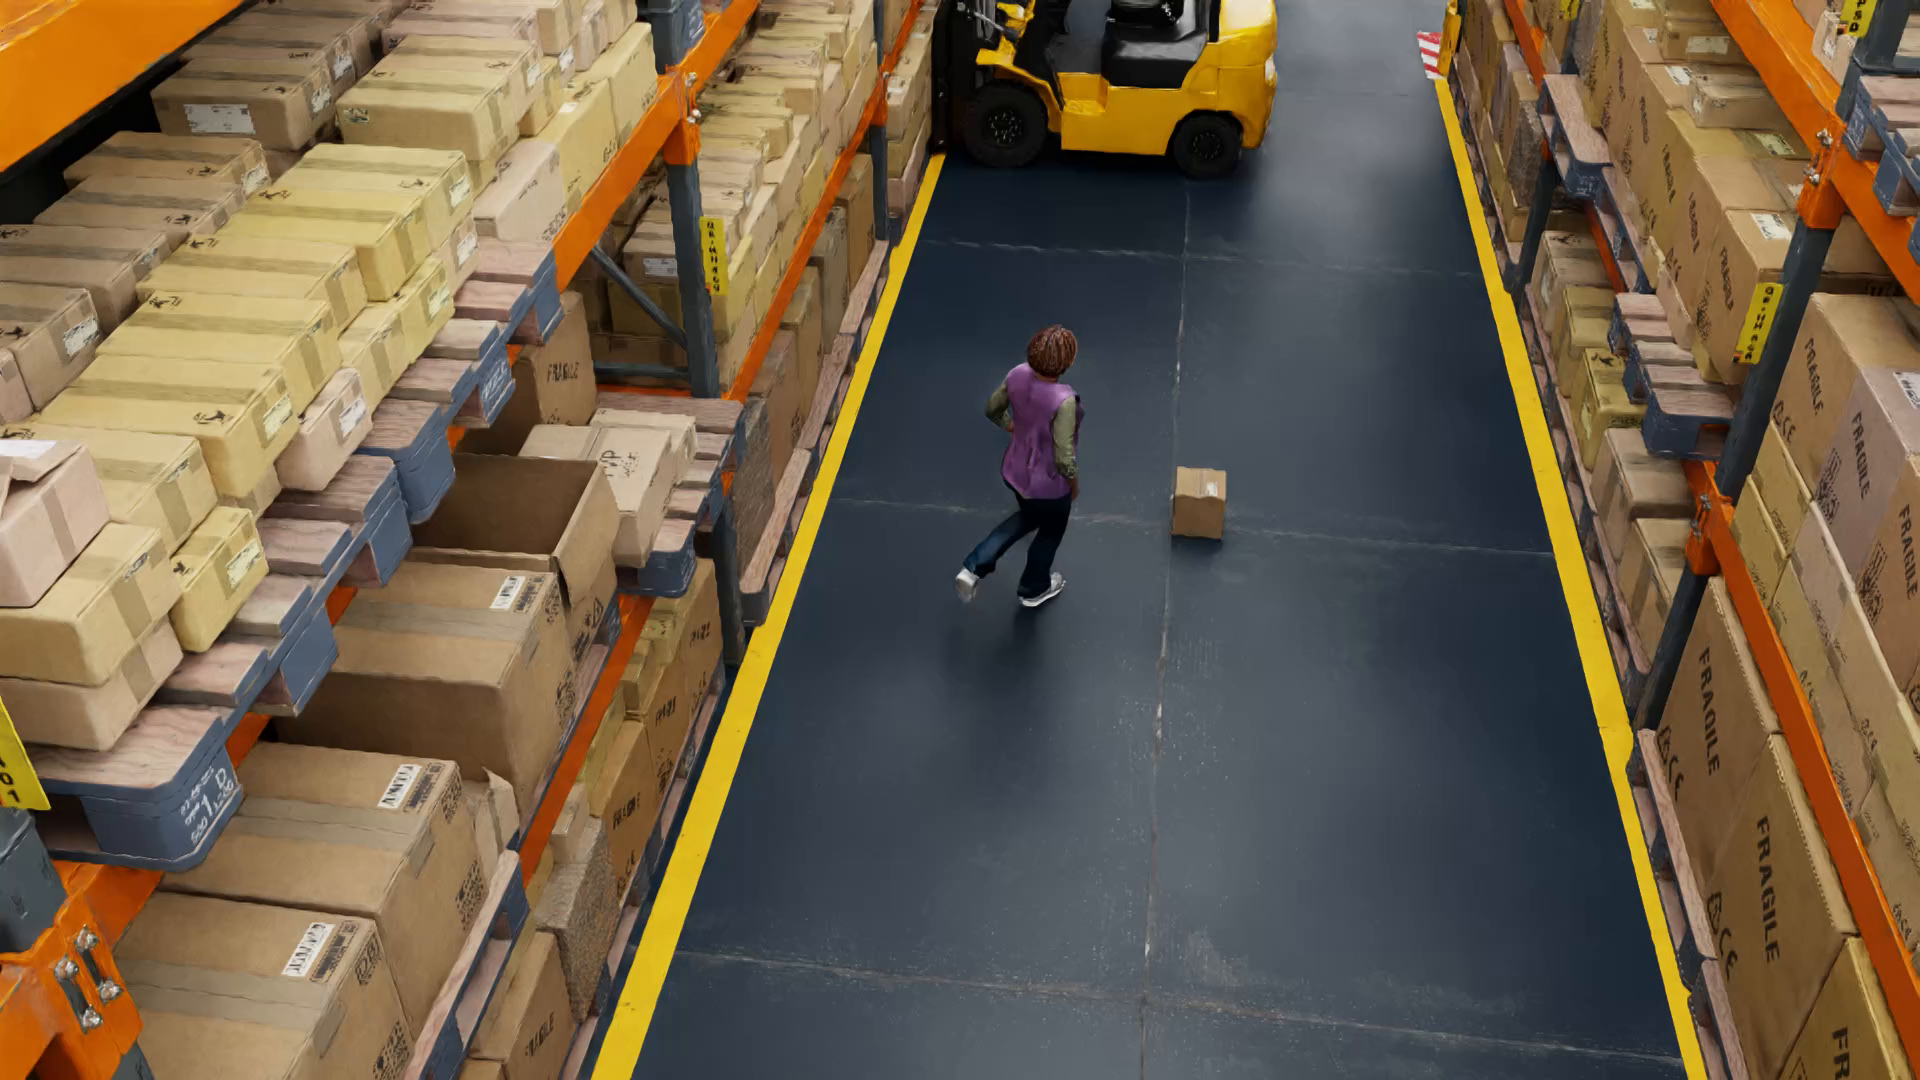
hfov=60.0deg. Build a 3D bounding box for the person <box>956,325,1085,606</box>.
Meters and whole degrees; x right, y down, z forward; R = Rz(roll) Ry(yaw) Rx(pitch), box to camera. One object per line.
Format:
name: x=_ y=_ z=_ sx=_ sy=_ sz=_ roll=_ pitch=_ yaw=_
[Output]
person: x=0.325 y=-0.261 z=7.390 sx=0.622 sy=1.576 sz=0.544 roll=-26 pitch=44 yaw=-30
